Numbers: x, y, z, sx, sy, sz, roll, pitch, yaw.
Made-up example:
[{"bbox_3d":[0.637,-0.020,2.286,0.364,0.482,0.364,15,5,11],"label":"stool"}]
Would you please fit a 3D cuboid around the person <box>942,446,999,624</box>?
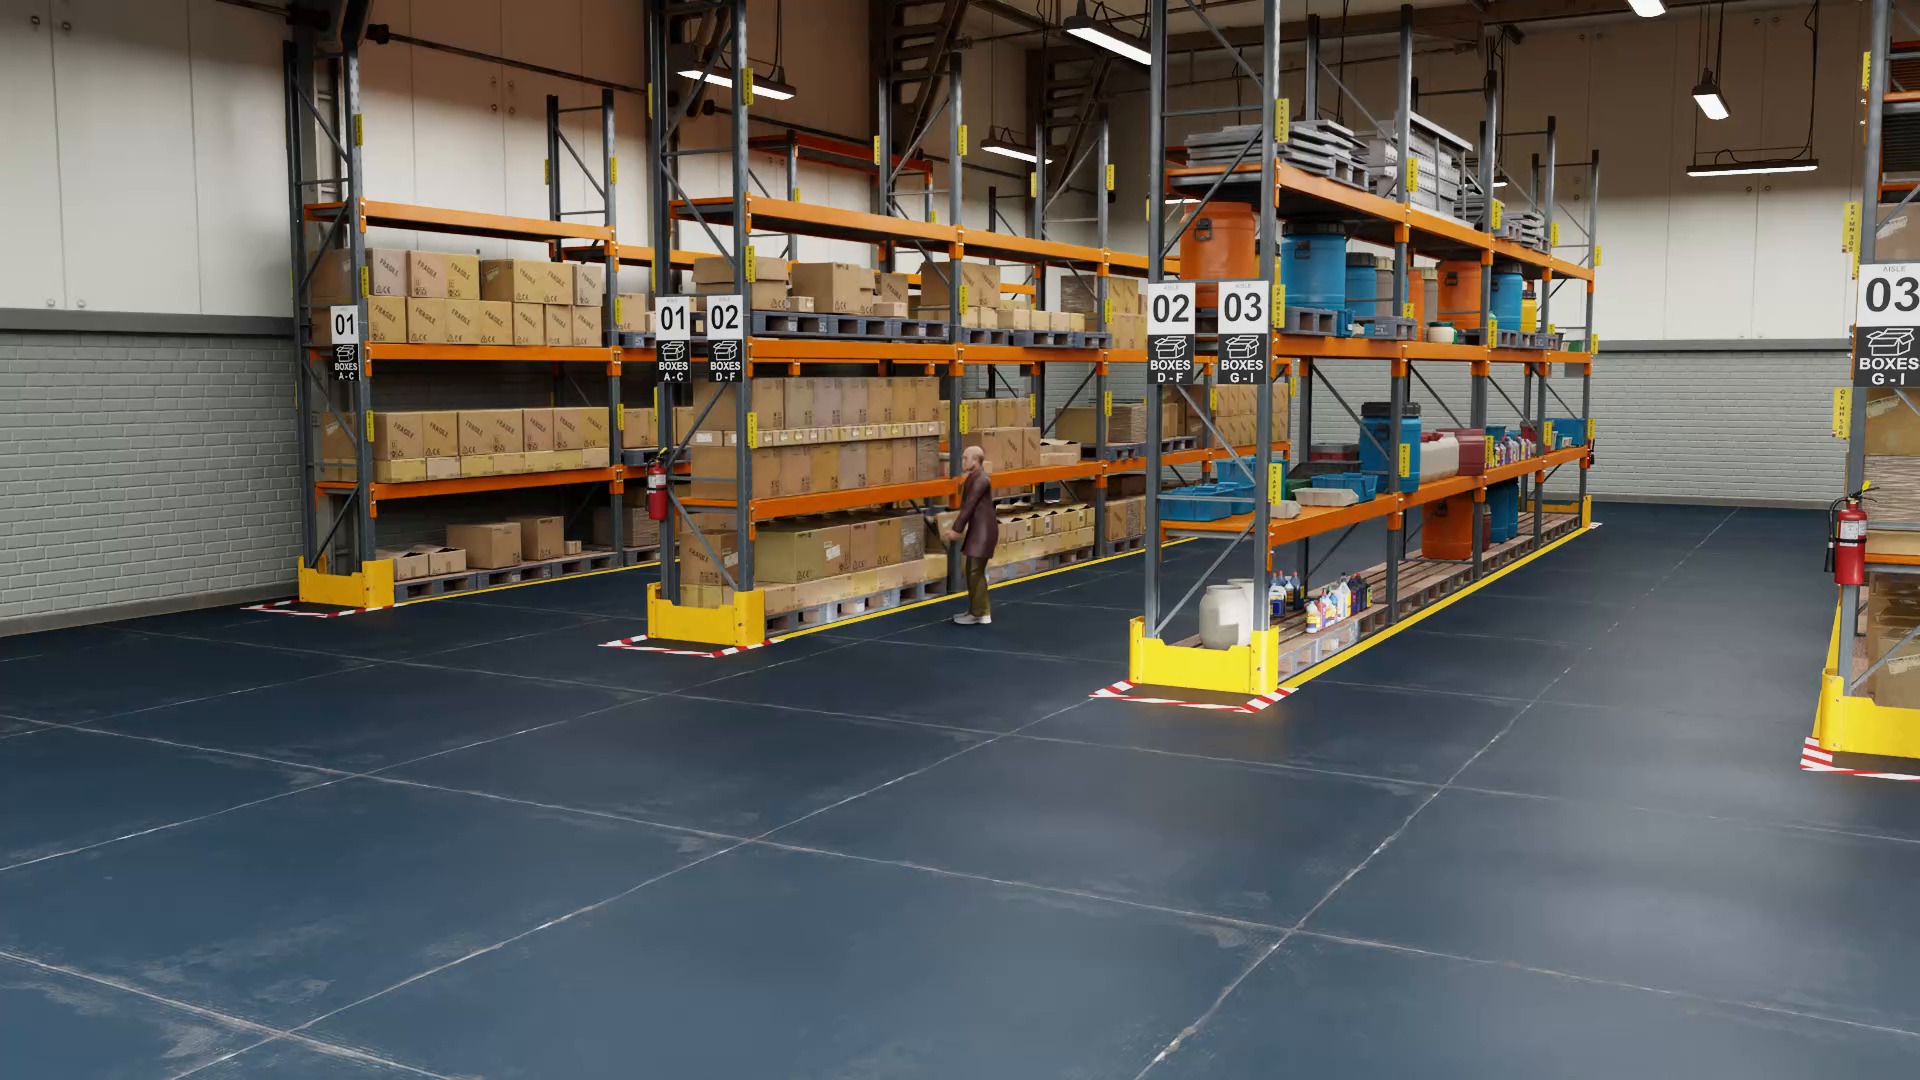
[{"bbox_3d":[0.098,-0.052,16.615,0.580,1.776,0.524,0,6,-4],"label":"person"}]
